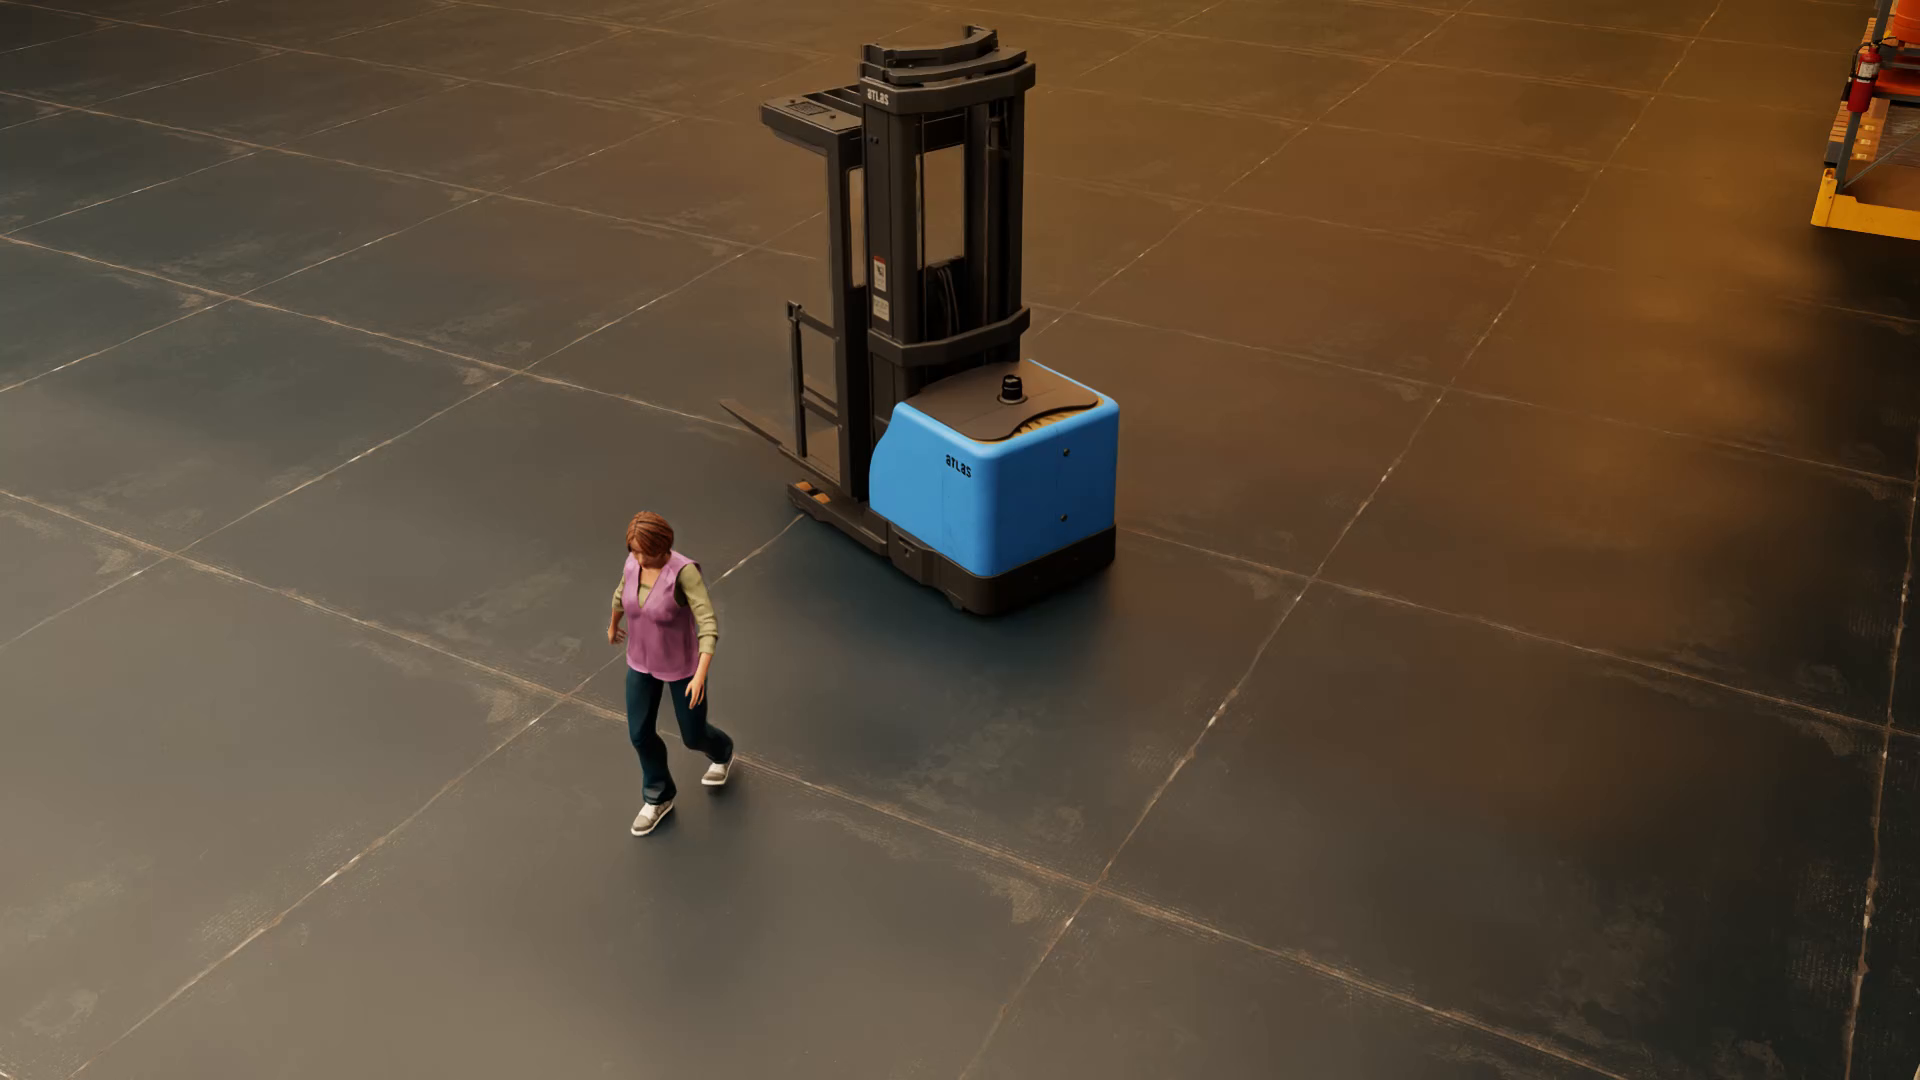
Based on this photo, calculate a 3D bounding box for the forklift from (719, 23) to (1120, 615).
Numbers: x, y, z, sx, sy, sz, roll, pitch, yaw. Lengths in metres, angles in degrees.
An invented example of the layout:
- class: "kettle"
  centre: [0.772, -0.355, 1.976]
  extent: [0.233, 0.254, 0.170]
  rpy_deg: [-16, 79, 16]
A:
- class: "forklift"
  centre: [-0.414, -1.527, 9.716]
  extent: [1.130, 2.935, 3.031]
  rpy_deg: [-22, 37, -33]

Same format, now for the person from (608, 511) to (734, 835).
- class: "person"
  centre: [-1.330, 0.568, 7.457]
  extent: [0.757, 1.576, 0.658]
  rpy_deg: [12, 32, 20]
